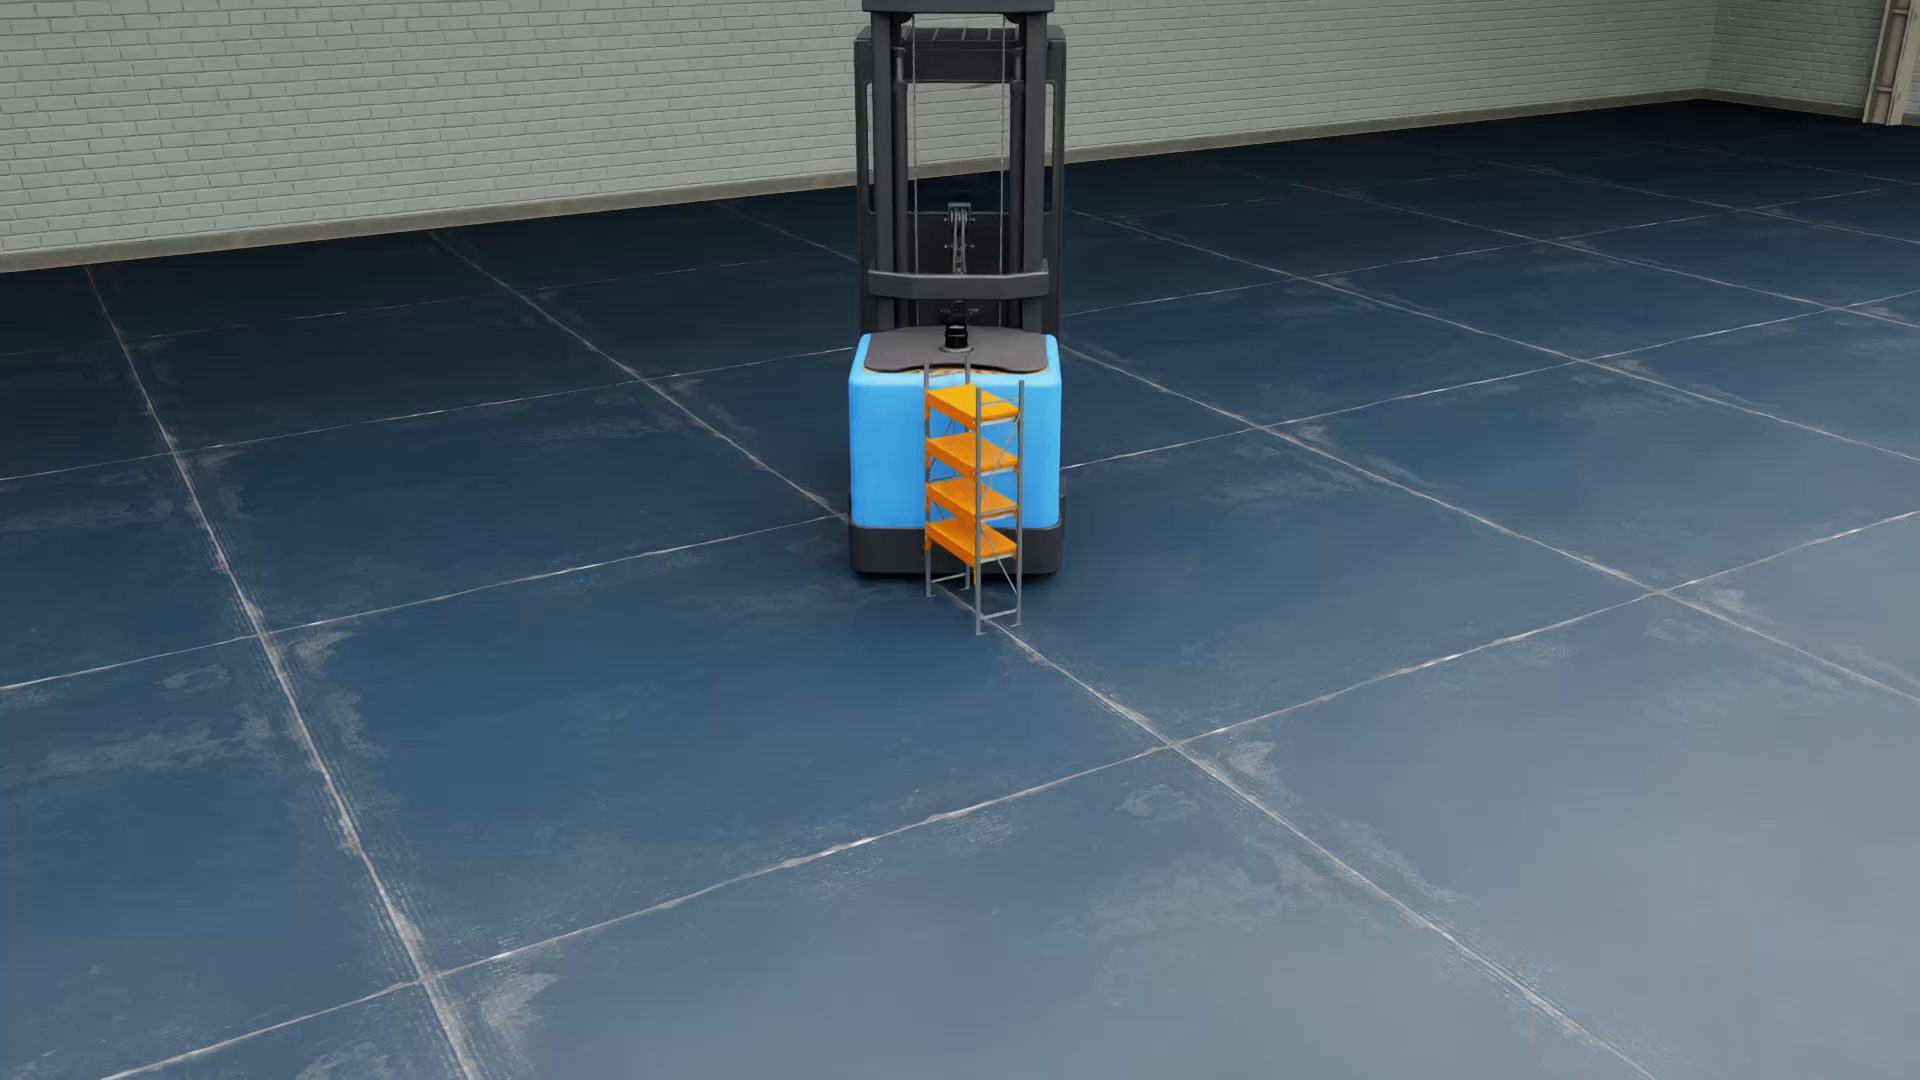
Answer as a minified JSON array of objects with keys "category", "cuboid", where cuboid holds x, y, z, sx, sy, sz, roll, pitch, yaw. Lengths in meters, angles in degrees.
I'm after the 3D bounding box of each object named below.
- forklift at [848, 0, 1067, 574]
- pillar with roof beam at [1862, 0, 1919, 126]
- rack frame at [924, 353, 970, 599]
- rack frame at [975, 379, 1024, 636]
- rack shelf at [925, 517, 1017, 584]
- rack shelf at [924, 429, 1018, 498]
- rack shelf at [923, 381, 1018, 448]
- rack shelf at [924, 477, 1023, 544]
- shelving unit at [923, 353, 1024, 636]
[{"category":"forklift","cuboid":[0.007,-1.696,9.091,1.130,2.935,3.031,0,22,1]},{"category":"pillar with roof beam","cuboid":[9.053,-9.109,19.272,9.100,9.000,0.400,-13,25,-28]},{"category":"rack frame","cuboid":[-0.060,-0.293,7.940,0.240,1.200,0.015,-12,25,-27]},{"category":"rack frame","cuboid":[0.177,-0.133,7.545,0.240,1.200,0.015,-12,25,-27]},{"category":"rack shelf","cuboid":[0.059,0.033,7.842,0.258,0.148,0.480,-12,25,-27]},{"category":"rack shelf","cuboid":[0.059,-0.358,7.683,0.258,0.148,0.480,-12,25,-27]},{"category":"rack shelf","cuboid":[0.059,-0.577,7.594,0.258,0.148,0.480,-12,25,-27]},{"category":"rack shelf","cuboid":[0.059,-0.151,7.768,0.258,0.148,0.480,-12,25,-27]},{"category":"shelving unit","cuboid":[0.059,-0.213,7.742,0.258,1.200,0.503,-12,25,-27]}]
